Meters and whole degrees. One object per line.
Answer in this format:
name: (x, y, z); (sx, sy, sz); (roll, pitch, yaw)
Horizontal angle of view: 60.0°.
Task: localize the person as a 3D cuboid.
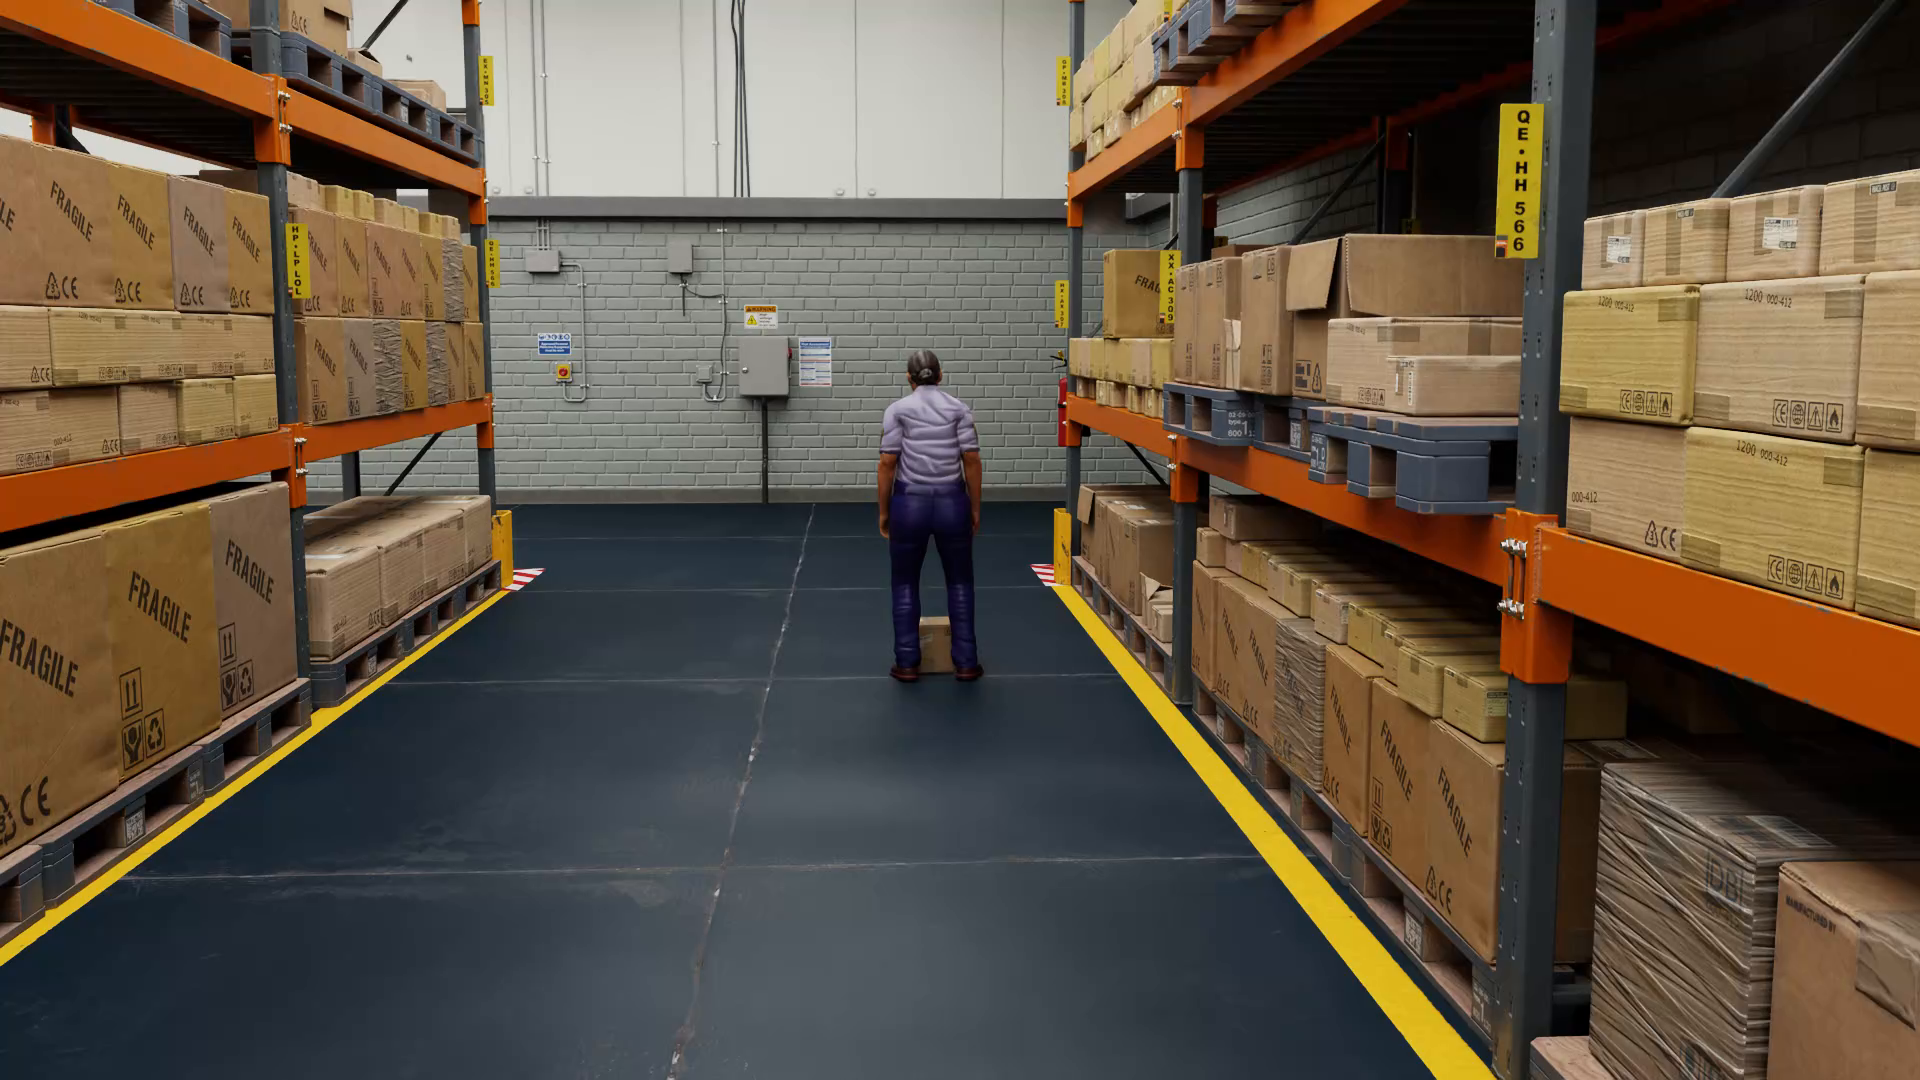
person: (-0.140, -0.115, 8.293); (0.547, 1.636, 0.366); (-1, 7, -6)
